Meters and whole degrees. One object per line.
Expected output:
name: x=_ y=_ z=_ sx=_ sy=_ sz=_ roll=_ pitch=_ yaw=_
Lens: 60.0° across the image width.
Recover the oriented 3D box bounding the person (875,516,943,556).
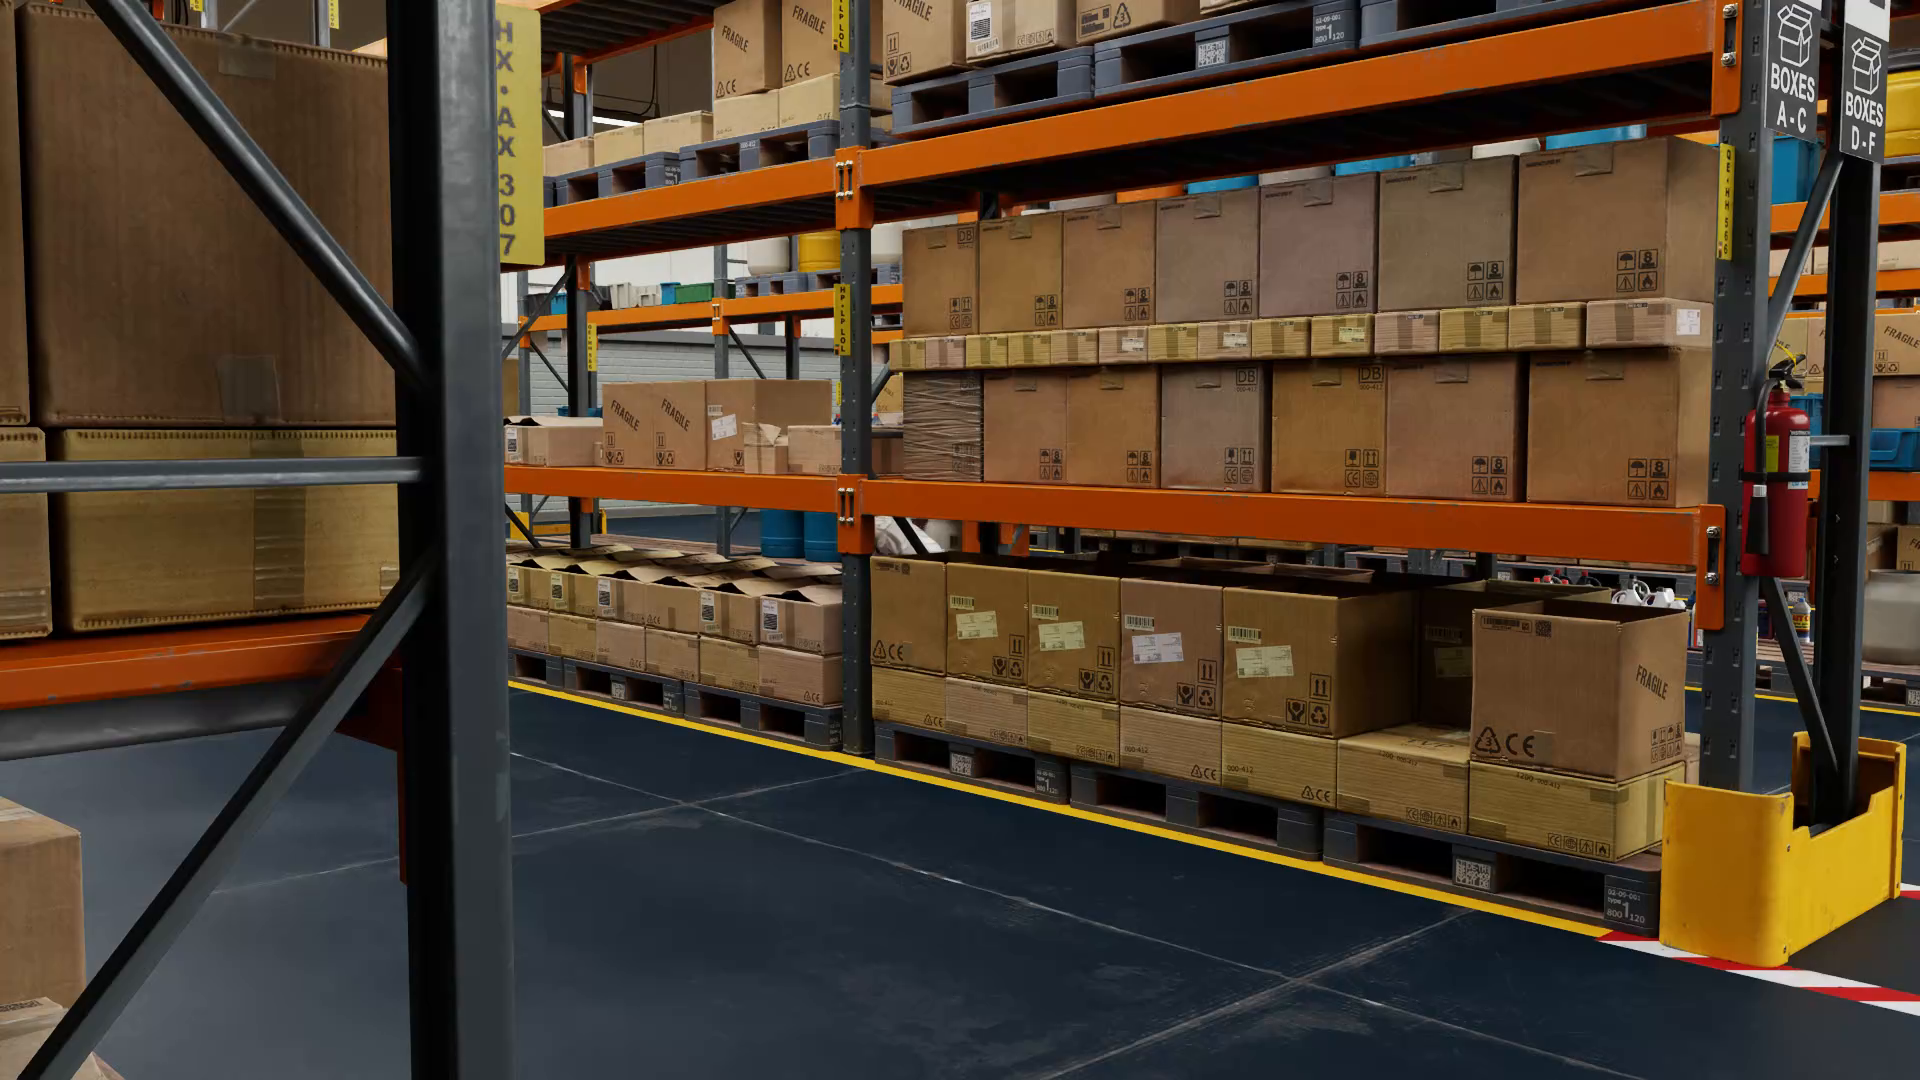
person: x=-0.501 y=0.210 z=12.489 sx=0.486 sy=0.968 sz=0.858 roll=-4 pitch=6 yaw=-44
